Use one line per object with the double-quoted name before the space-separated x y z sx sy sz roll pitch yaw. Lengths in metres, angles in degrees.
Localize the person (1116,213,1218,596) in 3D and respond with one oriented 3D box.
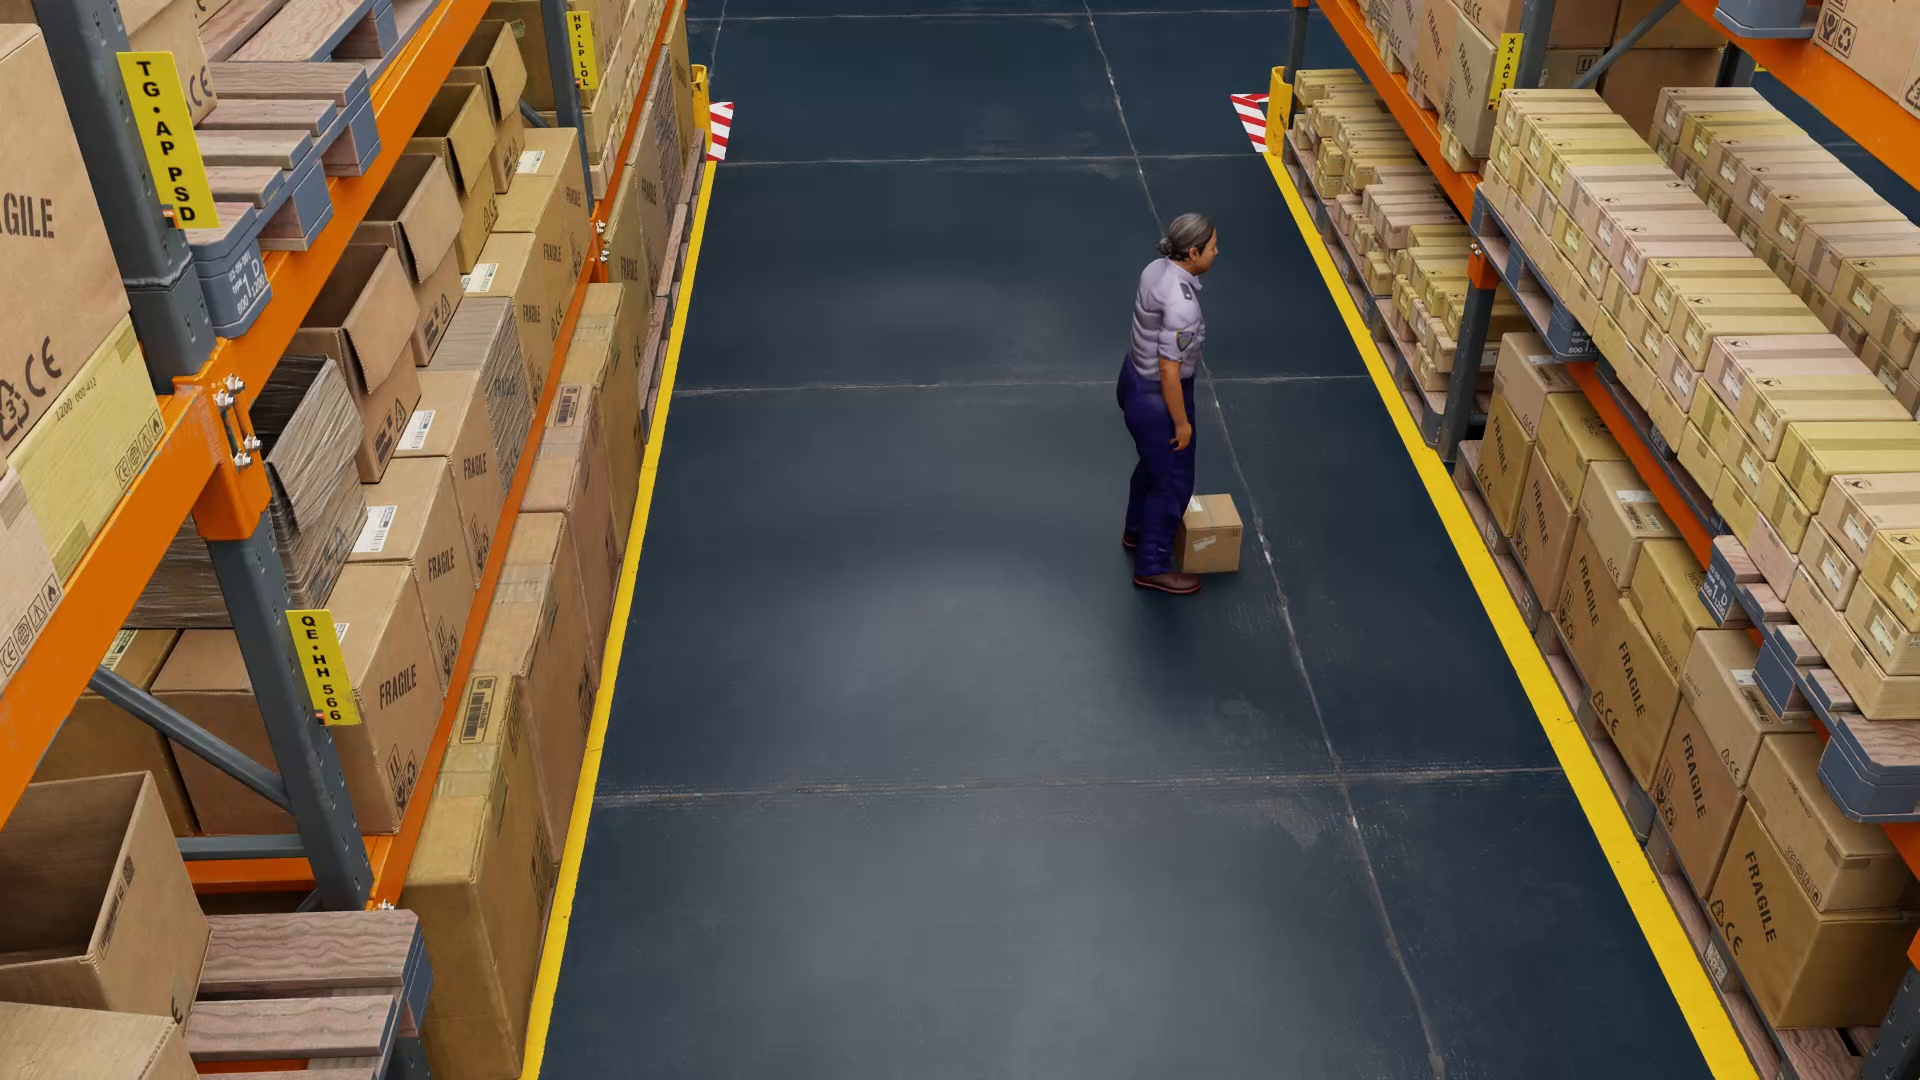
"person" 0.859 -0.583 6.972 0.375 1.650 0.555 -3 36 -5
